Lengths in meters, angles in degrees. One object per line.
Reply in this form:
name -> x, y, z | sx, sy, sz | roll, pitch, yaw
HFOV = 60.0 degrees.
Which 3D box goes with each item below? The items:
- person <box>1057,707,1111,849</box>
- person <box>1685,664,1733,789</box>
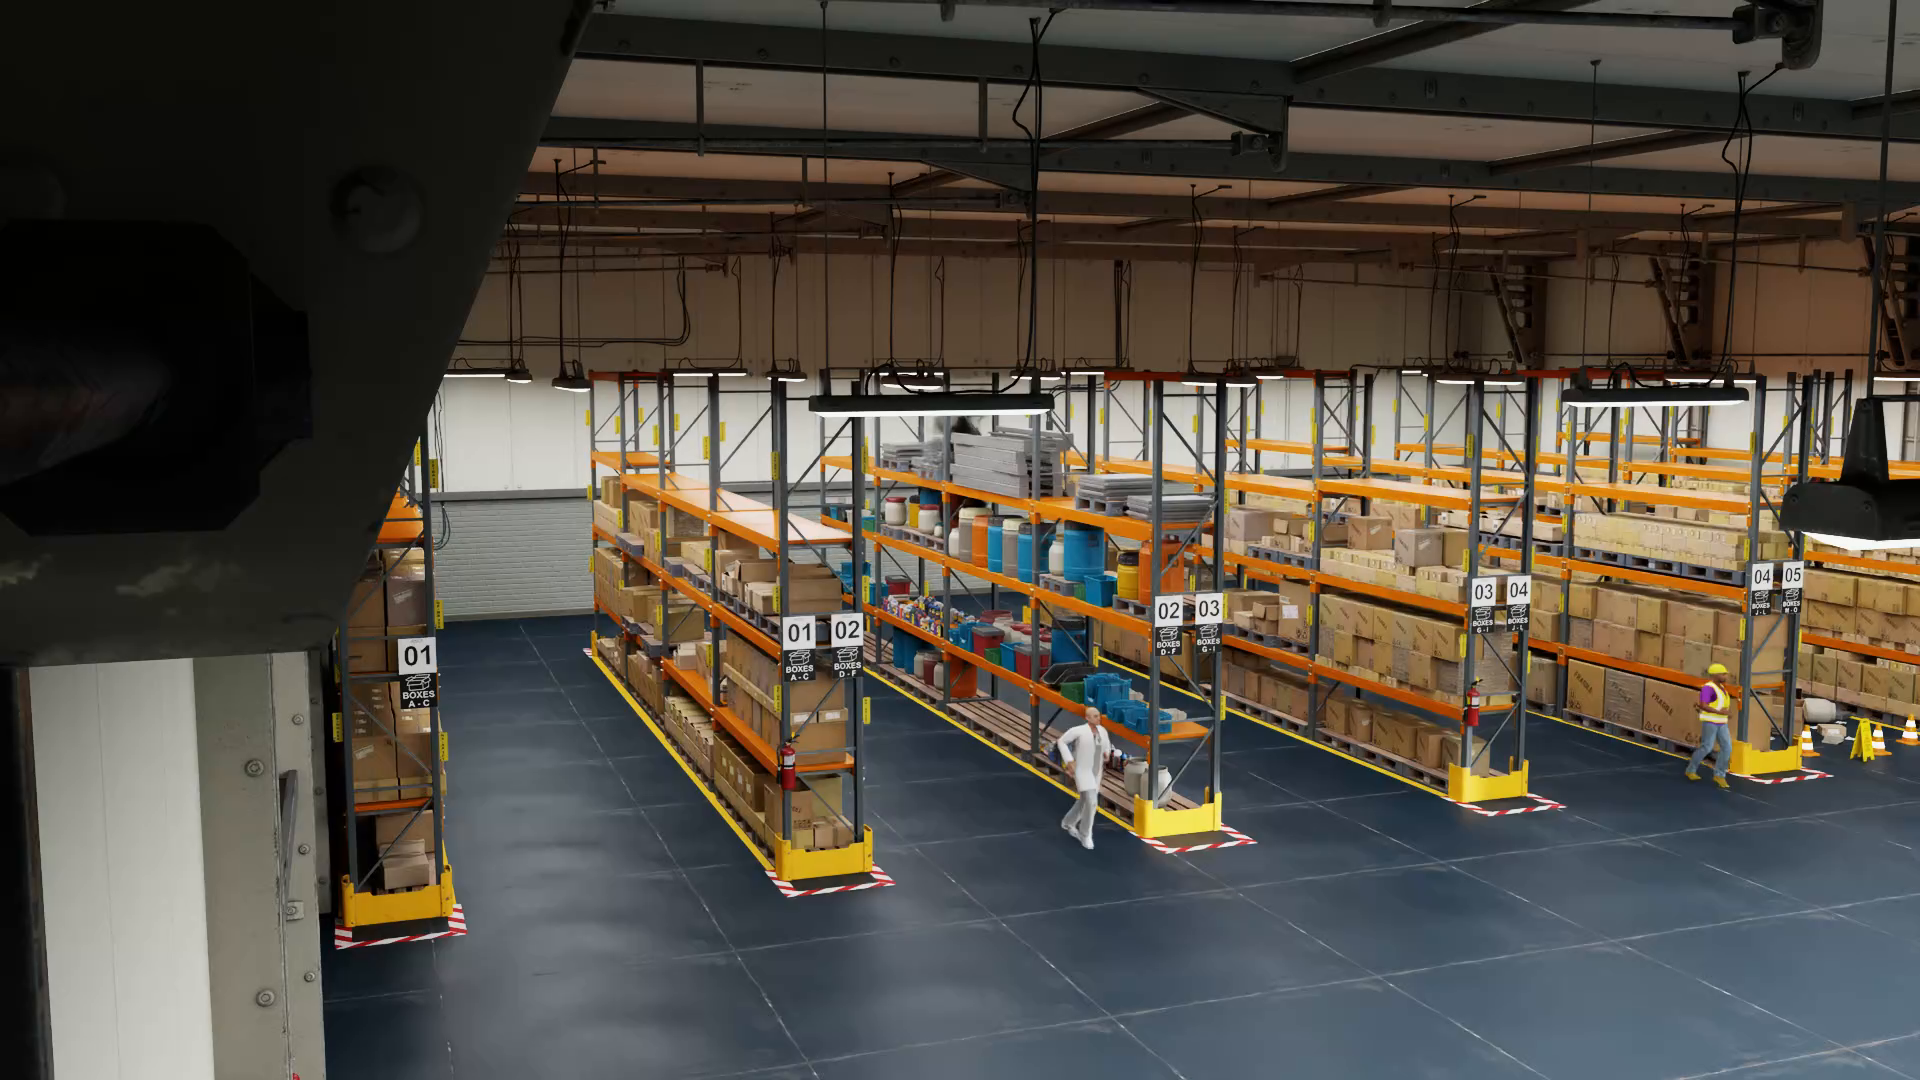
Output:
person -> 1.649, 3.083, 21.619 | 0.704, 1.853, 0.766 | -5, 8, -39
person -> 11.168, 2.729, 24.555 | 0.762, 1.803, 0.677 | -5, 8, -37
